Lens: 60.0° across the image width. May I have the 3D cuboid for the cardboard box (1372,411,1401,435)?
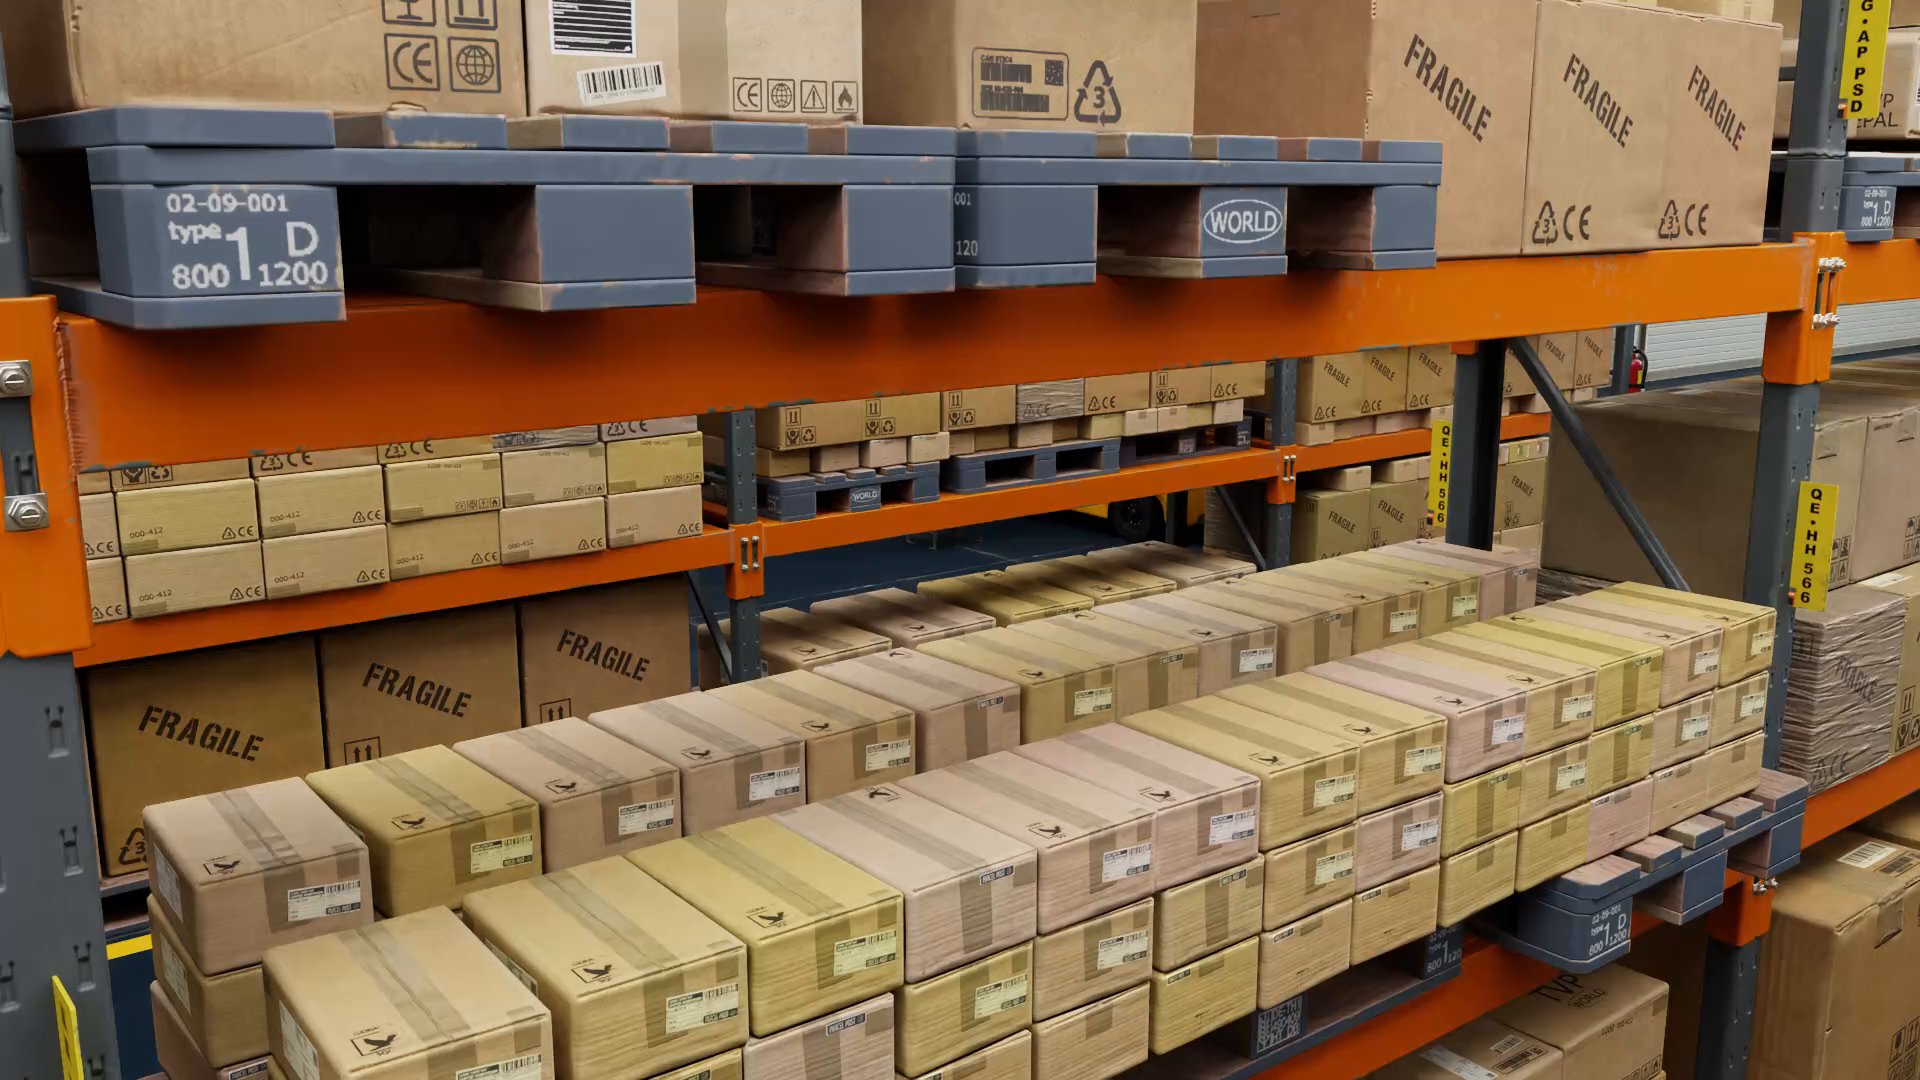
[{"bbox_3d":[2.787,-0.824,11.394,0.250,0.149,0.380,-9,15,-36],"label":"cardboard box"}]

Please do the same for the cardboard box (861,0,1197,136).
[{"bbox_3d":[-0.015,-0.926,2.786,0.637,0.503,0.797,-10,15,-38],"label":"cardboard box"}]

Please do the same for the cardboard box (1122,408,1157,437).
[{"bbox_3d":[0.951,-0.718,9.882,0.250,0.149,0.380,-9,15,-37],"label":"cardboard box"}]

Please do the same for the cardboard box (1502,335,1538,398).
[{"bbox_3d":[3.858,-1.321,12.172,0.500,0.500,0.500,-10,15,-38],"label":"cardboard box"}]

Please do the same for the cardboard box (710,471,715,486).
[{"bbox_3d":[-2.342,-0.531,14.113,0.625,0.625,0.875,-10,15,-38],"label":"cardboard box"}]

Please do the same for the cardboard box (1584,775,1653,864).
[{"bbox_3d":[1.327,0.579,3.775,0.250,0.149,0.380,-9,15,-37],"label":"cardboard box"}]

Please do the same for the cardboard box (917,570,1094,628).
[{"bbox_3d":[0.264,0.481,9.955,0.625,0.372,0.950,-9,15,-36],"label":"cardboard box"}]

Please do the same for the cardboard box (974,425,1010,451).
[{"bbox_3d":[0.067,-0.605,9.352,0.250,0.149,0.380,-9,15,-35],"label":"cardboard box"}]

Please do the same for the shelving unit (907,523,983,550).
[{"bbox_3d":[-0.129,-1.006,13.810,0.503,2.100,0.431,-9,15,-38],"label":"shelving unit"}]

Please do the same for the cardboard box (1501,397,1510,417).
[{"bbox_3d":[3.783,-0.987,12.160,0.250,0.149,0.380,-10,15,-38],"label":"cardboard box"}]

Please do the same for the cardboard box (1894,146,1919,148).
[{"bbox_3d":[3.315,-1.410,5.291,0.500,0.311,0.500,-10,15,-39],"label":"cardboard box"}]

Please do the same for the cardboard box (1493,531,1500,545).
[{"bbox_3d":[3.619,0.053,12.269,0.500,0.250,0.500,-10,16,-40],"label":"cardboard box"}]

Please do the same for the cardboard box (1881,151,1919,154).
[{"bbox_3d":[3.687,-1.521,6.200,0.250,0.149,0.380,-9,15,-38],"label":"cardboard box"}]

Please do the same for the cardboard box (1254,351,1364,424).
[{"bbox_3d":[2.291,-1.058,10.931,0.500,0.500,0.500,-9,15,-38],"label":"cardboard box"}]

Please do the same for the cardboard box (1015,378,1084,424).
[{"bbox_3d":[0.354,-0.955,9.438,0.500,0.500,0.500,-10,16,-40],"label":"cardboard box"}]

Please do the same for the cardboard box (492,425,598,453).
[{"bbox_3d":[-1.986,-0.693,7.522,0.500,0.500,0.500,-9,15,-37],"label":"cardboard box"}]

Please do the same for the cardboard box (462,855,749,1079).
[{"bbox_3d":[-0.494,0.589,2.294,0.250,0.149,0.380,-9,15,-36],"label":"cardboard box"}]

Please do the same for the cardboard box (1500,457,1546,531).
[{"bbox_3d":[4.028,-0.383,12.514,0.500,0.500,0.500,-9,15,-36],"label":"cardboard box"}]

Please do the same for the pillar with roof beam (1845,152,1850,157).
[{"bbox_3d":[17.431,-6.803,24.501,0.400,9.000,9.100,-9,15,-38],"label":"pillar with roof beam"}]

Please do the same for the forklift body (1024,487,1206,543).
[{"bbox_3d":[1.451,-1.218,14.686,1.214,2.155,2.313,-9,15,-38],"label":"forklift body"}]

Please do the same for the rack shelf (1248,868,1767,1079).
[{"bbox_3d":[0.259,1.069,3.605,4.000,0.370,1.077,-9,15,-38],"label":"rack shelf"}]

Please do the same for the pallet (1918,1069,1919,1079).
[{"bbox_3d":[2.483,1.731,5.467,1.213,0.211,1.003,-9,15,-38],"label":"pallet"}]

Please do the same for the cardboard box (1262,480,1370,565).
[{"bbox_3d":[2.402,-0.111,11.235,0.500,0.500,0.500,-9,15,-35],"label":"cardboard box"}]

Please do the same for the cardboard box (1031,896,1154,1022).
[{"bbox_3d":[0.106,0.635,2.793,0.250,0.149,0.380,-9,15,-35],"label":"cardboard box"}]

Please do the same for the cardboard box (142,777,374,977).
[{"bbox_3d":[-1.111,0.519,2.623,0.250,0.149,0.380,-9,15,-35],"label":"cardboard box"}]

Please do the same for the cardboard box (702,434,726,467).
[{"bbox_3d":[-1.242,-0.495,8.834,0.250,0.149,0.380,-9,15,-36],"label":"cardboard box"}]

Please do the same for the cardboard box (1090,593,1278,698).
[{"bbox_3d":[0.519,0.249,3.898,0.250,0.149,0.380,-9,15,-35],"label":"cardboard box"}]

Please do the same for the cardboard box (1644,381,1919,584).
[{"bbox_3d":[2.571,-0.203,5.215,0.500,0.500,0.700,-10,15,-38],"label":"cardboard box"}]

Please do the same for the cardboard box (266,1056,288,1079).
[{"bbox_3d":[-0.708,0.772,2.149,0.250,0.149,0.380,-9,15,-37],"label":"cardboard box"}]

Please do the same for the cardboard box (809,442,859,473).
[{"bbox_3d":[-0.739,-0.458,8.658,0.250,0.149,0.380,-11,16,-41],"label":"cardboard box"}]

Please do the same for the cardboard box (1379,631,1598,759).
[{"bbox_3d":[1.116,0.323,3.546,0.250,0.149,0.380,-9,15,-36],"label":"cardboard box"}]

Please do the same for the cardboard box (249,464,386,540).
[{"bbox_3d":[-2.760,-0.195,6.983,0.500,0.250,0.500,-10,16,-39],"label":"cardboard box"}]

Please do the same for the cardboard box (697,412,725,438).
[{"bbox_3d":[-1.169,-0.836,8.877,0.500,0.500,0.500,-10,16,-39],"label":"cardboard box"}]

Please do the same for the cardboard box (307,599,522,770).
[{"bbox_3d":[-2.641,0.693,7.749,0.875,0.875,0.875,-9,15,-37],"label":"cardboard box"}]

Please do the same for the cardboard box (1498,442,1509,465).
[{"bbox_3d":[3.784,-0.644,12.182,0.250,0.149,0.380,-9,15,-35],"label":"cardboard box"}]

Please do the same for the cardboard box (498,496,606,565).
[{"bbox_3d":[-1.972,-0.082,7.656,0.500,0.250,0.500,-9,15,-37],"label":"cardboard box"}]

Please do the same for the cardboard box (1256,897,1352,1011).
[{"bbox_3d":[0.507,0.715,3.134,0.250,0.149,0.380,-10,16,-40],"label":"cardboard box"}]

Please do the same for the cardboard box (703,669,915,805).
[{"bbox_3d":[-0.300,0.386,3.253,0.250,0.149,0.380,-10,16,-39],"label":"cardboard box"}]

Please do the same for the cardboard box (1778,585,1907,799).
[{"bbox_3d":[2.340,0.394,4.810,0.500,0.500,0.500,-9,15,-37],"label":"cardboard box"}]

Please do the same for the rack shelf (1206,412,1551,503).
[{"bbox_3d":[3.335,-0.759,12.213,4.000,0.370,1.077,-9,15,-38],"label":"rack shelf"}]

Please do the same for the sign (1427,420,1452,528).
[{"bbox_3d":[1.471,-0.198,5.054,0.005,0.325,0.100,-9,15,-38],"label":"sign"}]

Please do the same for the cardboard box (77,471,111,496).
[{"bbox_3d":[-3.571,-0.432,6.295,0.500,0.500,0.500,-10,15,-38],"label":"cardboard box"}]

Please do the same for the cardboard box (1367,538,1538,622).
[{"bbox_3d":[1.335,0.113,4.536,0.250,0.149,0.380,-9,15,-38],"label":"cardboard box"}]

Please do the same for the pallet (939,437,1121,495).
[{"bbox_3d":[0.170,-0.502,9.733,1.213,0.211,1.003,-9,15,-38],"label":"pallet"}]

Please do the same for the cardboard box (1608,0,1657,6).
[{"bbox_3d":[1.276,-1.270,3.581,0.258,0.266,0.396,-9,15,-38],"label":"cardboard box"}]

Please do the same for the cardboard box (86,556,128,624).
[{"bbox_3d":[-3.562,0.178,6.428,0.500,0.250,0.500,-10,16,-39],"label":"cardboard box"}]

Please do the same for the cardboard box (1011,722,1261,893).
[{"bbox_3d":[0.301,0.459,2.909,0.250,0.149,0.380,-9,15,-36],"label":"cardboard box"}]

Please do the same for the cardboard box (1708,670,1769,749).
[{"bbox_3d":[1.719,0.367,4.055,0.250,0.149,0.380,-9,15,-37],"label":"cardboard box"}]

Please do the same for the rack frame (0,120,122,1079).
[{"bbox_3d":[-1.303,0.977,2.308,0.127,3.000,1.000,-9,15,-38],"label":"rack frame"}]

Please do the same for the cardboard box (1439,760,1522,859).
[{"bbox_3d":[0.917,0.501,3.425,0.250,0.149,0.380,-10,15,-38],"label":"cardboard box"}]

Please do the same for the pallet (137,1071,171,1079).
[{"bbox_3d":[-0.615,0.995,2.684,1.213,0.211,1.003,-9,15,-38],"label":"pallet"}]

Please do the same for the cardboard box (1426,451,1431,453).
[{"bbox_3d":[3.670,-0.466,12.905,0.500,0.500,0.500,-10,16,-40],"label":"cardboard box"}]

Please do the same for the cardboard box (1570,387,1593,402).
[{"bbox_3d":[4.609,-1.113,12.755,0.250,0.149,0.380,-10,15,-38],"label":"cardboard box"}]
